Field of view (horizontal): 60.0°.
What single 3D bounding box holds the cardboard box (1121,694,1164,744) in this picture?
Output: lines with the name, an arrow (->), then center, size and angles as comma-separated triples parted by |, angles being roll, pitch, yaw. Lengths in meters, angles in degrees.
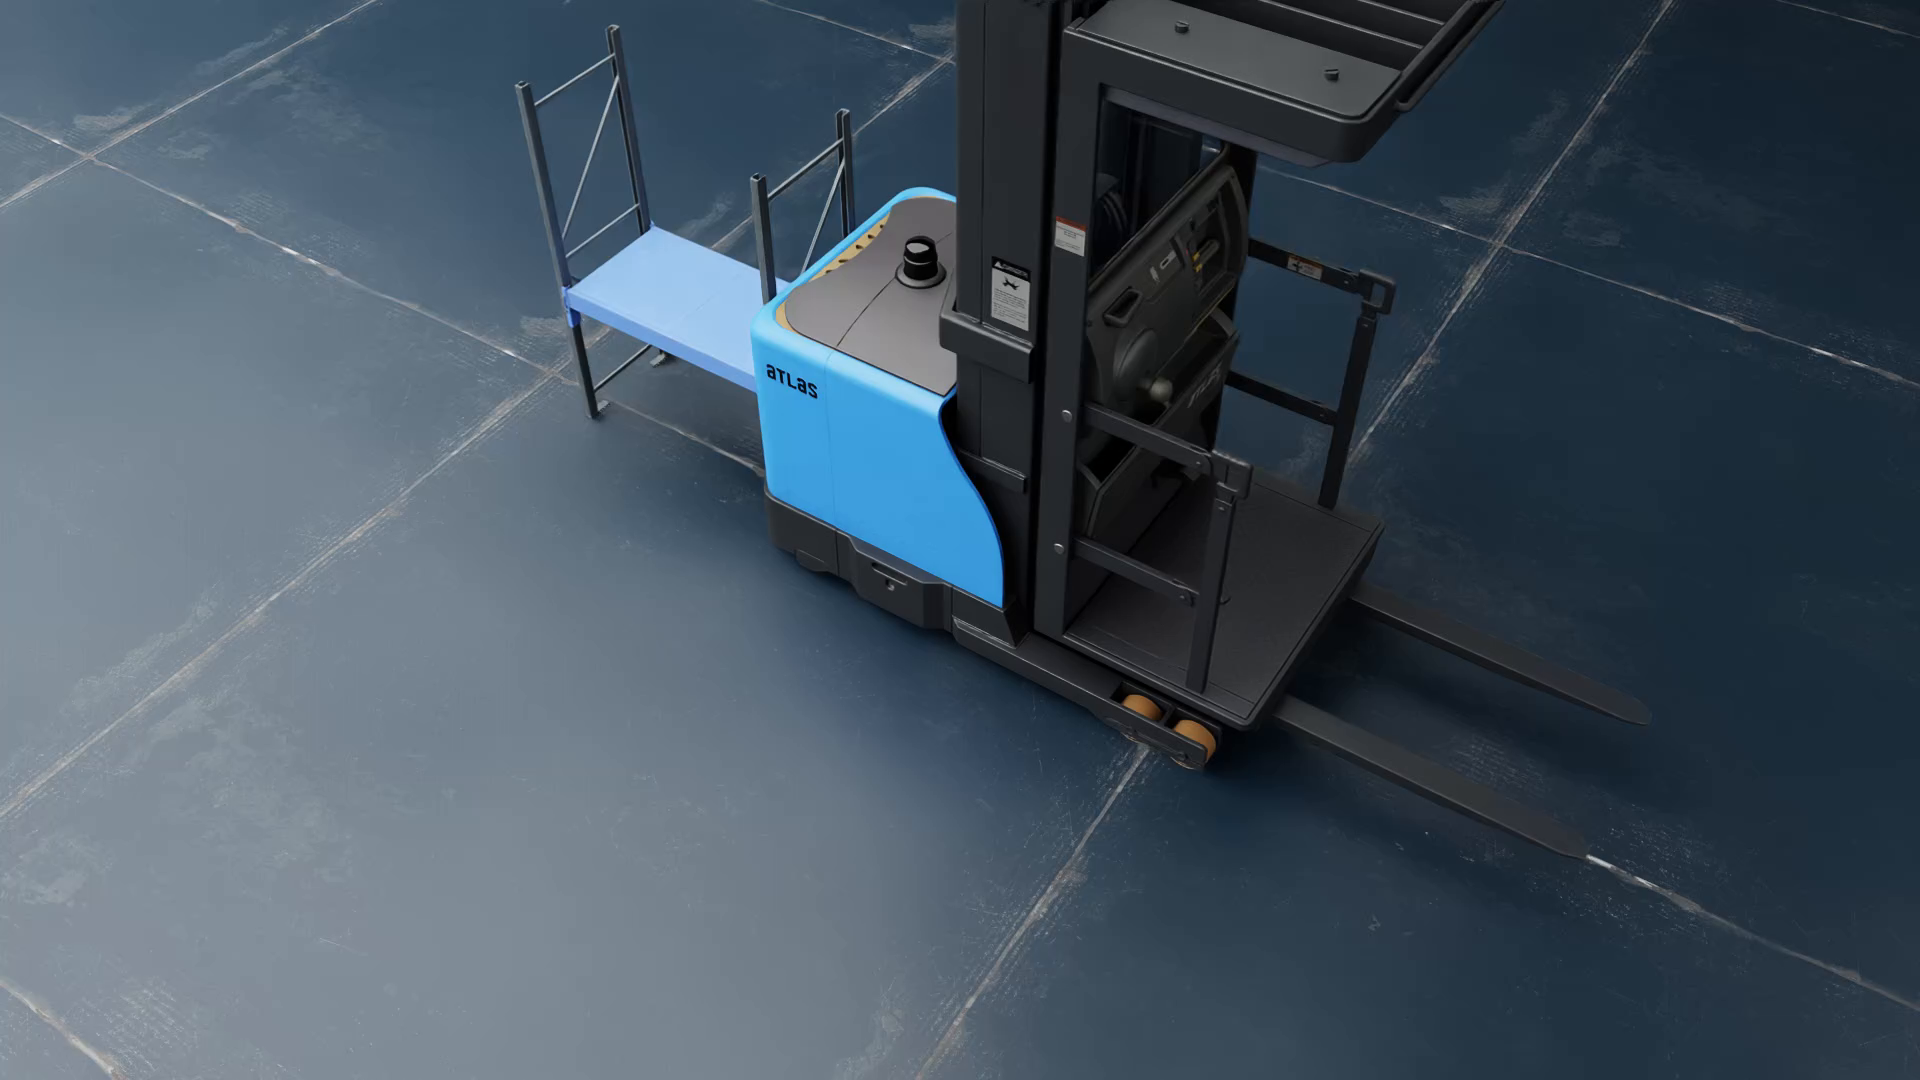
cardboard box -> 0.598, 0.597, 5.560 | 0.160, 0.156, 0.130 | 24, 50, 21

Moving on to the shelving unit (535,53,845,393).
shelving unit -> -0.941, -0.967, 6.144 | 1.030, 1.308, 0.538 | 25, 51, 23

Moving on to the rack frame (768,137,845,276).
rack frame -> -0.518, -0.765, 5.948 | 0.013, 1.308, 0.475 | 25, 51, 23

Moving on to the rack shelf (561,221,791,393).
rack shelf -> -0.941, -0.842, 6.273 | 1.000, 0.185, 0.538 | 25, 51, 23

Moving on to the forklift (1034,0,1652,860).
forklift -> 0.798, -0.700, 4.886 | 3.031, 2.935, 1.121 | 25, 51, 23

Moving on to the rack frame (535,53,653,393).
rack frame -> -1.366, -1.167, 6.338 | 0.013, 1.308, 0.475 | 25, 51, 23
